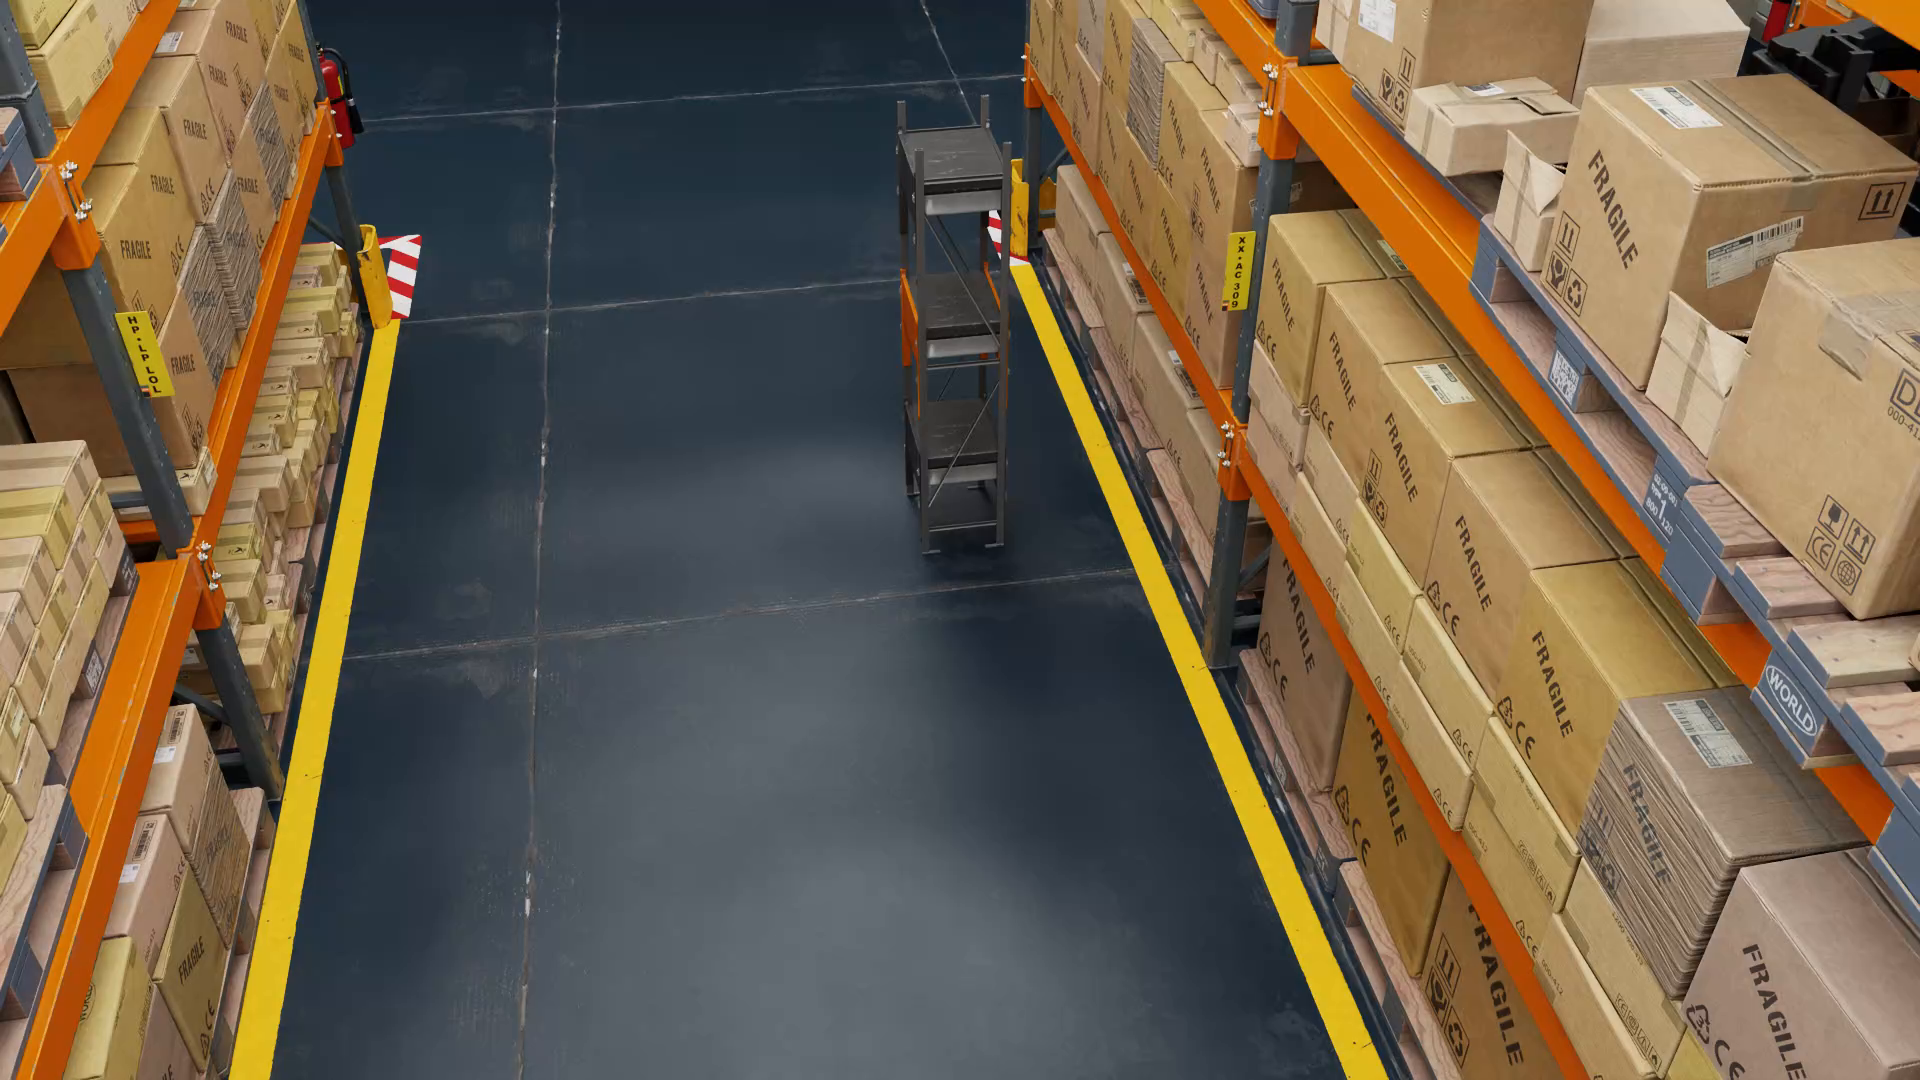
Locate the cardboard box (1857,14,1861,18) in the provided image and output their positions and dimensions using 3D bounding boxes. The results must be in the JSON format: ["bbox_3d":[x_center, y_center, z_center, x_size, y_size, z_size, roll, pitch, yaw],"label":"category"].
[{"bbox_3d":[5.651,-3.168,9.988,0.380,0.149,0.250,-5,38,-7],"label":"cardboard box"}]

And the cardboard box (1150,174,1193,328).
[{"bbox_3d":[1.160,-1.294,7.289,0.500,0.500,0.500,-7,38,-9],"label":"cardboard box"}]

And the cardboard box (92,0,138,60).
[{"bbox_3d":[-3.185,-1.833,5.742,0.500,0.250,0.500,-7,38,-9],"label":"cardboard box"}]

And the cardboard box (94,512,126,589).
[{"bbox_3d":[-3.003,0.054,5.499,0.380,0.149,0.250,-7,38,-9],"label":"cardboard box"}]

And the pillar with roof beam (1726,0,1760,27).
[{"bbox_3d":[1.950,-7.276,10.180,9.100,9.000,0.400,-6,38,-8],"label":"pillar with roof beam"}]

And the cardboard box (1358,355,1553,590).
[{"bbox_3d":[1.585,-0.222,5.094,0.500,0.500,0.500,-7,38,-9],"label":"cardboard box"}]

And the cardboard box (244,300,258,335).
[{"bbox_3d":[-3.273,-0.996,7.191,0.380,0.149,0.250,-5,38,-6],"label":"cardboard box"}]

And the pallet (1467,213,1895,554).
[{"bbox_3d":[1.926,-0.444,3.986,1.003,0.211,1.213,-5,38,-6],"label":"pallet"}]

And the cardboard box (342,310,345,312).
[{"bbox_3d":[-3.671,-1.259,9.307,0.380,0.149,0.250,-6,38,-7],"label":"cardboard box"}]

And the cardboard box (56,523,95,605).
[{"bbox_3d":[-2.956,0.096,5.202,0.380,0.149,0.250,-6,38,-8],"label":"cardboard box"}]

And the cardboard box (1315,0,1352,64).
[{"bbox_3d":[1.332,-1.649,5.150,0.396,0.266,0.258,-7,38,-8],"label":"cardboard box"}]

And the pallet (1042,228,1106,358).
[{"bbox_3d":[1.105,-1.532,9.950,1.003,0.211,1.213,-6,38,-8],"label":"pallet"}]

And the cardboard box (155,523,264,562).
[{"bbox_3d":[-3.206,0.076,7.104,0.380,0.149,0.250,-7,38,-9],"label":"cardboard box"}]

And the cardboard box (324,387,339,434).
[{"bbox_3d":[-3.402,-0.651,8.524,0.380,0.149,0.250,-8,39,-10],"label":"cardboard box"}]

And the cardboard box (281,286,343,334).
[{"bbox_3d":[-3.468,-1.196,8.741,0.380,0.149,0.250,-7,38,-9],"label":"cardboard box"}]

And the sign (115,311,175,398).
[{"bbox_3d":[-2.721,-0.618,5.556,0.100,0.325,0.005,-6,38,-8],"label":"sign"}]

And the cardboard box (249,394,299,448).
[{"bbox_3d":[-3.372,-0.550,7.910,0.380,0.149,0.250,-6,38,-8],"label":"cardboard box"}]

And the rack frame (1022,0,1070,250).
[{"bbox_3d":[0.887,-3.108,9.705,1.000,3.000,0.127,-6,38,-8],"label":"rack frame"}]

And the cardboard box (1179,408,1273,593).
[{"bbox_3d":[1.584,-0.237,7.756,0.875,0.438,0.875,-7,38,-9],"label":"cardboard box"}]

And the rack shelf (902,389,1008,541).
[{"bbox_3d":[-0.029,-0.366,8.072,0.431,0.518,0.480,-6,38,-8],"label":"rack shelf"}]

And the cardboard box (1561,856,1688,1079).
[{"bbox_3d":[1.861,1.011,4.118,0.500,0.250,0.500,-7,38,-9],"label":"cardboard box"}]

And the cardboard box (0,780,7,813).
[{"bbox_3d":[-2.768,0.732,4.382,0.380,0.149,0.250,-6,38,-8],"label":"cardboard box"}]

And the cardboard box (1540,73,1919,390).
[{"bbox_3d":[1.695,-0.699,3.736,0.500,0.500,0.500,-6,38,-8],"label":"cardboard box"}]

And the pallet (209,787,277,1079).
[{"bbox_3d":[-3.129,1.473,6.082,1.003,0.211,1.213,-6,38,-8],"label":"pallet"}]

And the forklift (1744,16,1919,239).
[{"bbox_3d":[3.320,-0.255,6.090,1.130,2.935,3.031,-5,38,-7],"label":"forklift"}]

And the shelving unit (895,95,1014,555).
[{"bbox_3d":[-0.029,-0.929,7.634,0.431,2.100,0.503,-6,38,-8],"label":"shelving unit"}]

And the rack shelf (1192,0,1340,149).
[{"bbox_3d":[1.238,-2.800,7.451,1.077,0.370,4.000,-6,38,-8],"label":"rack shelf"}]

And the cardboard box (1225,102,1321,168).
[{"bbox_3d":[1.221,-1.534,6.254,0.380,0.149,0.250,-7,38,-9],"label":"cardboard box"}]

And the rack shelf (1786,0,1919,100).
[{"bbox_3d":[6.124,-2.152,9.061,1.077,0.370,4.000,-6,38,-8],"label":"rack shelf"}]

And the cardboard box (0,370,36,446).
[{"bbox_3d":[-3.630,-0.517,6.047,0.500,0.500,0.500,-6,38,-8],"label":"cardboard box"}]

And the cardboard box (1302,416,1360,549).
[{"bbox_3d":[1.507,-0.222,5.706,0.500,0.250,0.500,-6,38,-7],"label":"cardboard box"}]

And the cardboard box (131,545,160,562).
[{"bbox_3d":[-3.689,-0.025,7.234,0.380,0.149,0.250,-5,38,-6],"label":"cardboard box"}]

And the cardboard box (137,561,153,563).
[{"bbox_3d":[-3.707,0.104,7.310,0.380,0.149,0.250,-6,38,-8],"label":"cardboard box"}]

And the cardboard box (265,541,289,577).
[{"bbox_3d":[-3.250,0.154,7.488,0.380,0.149,0.250,-7,38,-9],"label":"cardboard box"}]

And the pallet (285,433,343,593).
[{"bbox_3d":[-3.637,-0.138,8.155,1.003,0.211,1.213,-6,38,-8],"label":"pallet"}]

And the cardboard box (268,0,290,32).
[{"bbox_3d":[-3.643,-2.817,8.191,0.500,0.500,0.500,-7,38,-9],"label":"cardboard box"}]

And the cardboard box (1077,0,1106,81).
[{"bbox_3d":[0.886,-2.600,8.155,0.500,0.500,0.500,-7,38,-8],"label":"cardboard box"}]

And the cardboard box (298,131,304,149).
[{"bbox_3d":[-3.626,-2.094,8.606,0.380,0.149,0.250,-6,38,-8],"label":"cardboard box"}]

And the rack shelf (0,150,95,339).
[{"bbox_3d":[-2.916,0.209,3.577,1.077,0.370,4.000,-6,38,-8],"label":"rack shelf"}]

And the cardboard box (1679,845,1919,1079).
[{"bbox_3d":[1.942,1.006,3.514,0.500,0.500,0.500,-7,38,-9],"label":"cardboard box"}]

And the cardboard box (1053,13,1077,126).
[{"bbox_3d":[0.805,-2.524,8.872,0.500,0.500,0.500,-7,38,-9],"label":"cardboard box"}]

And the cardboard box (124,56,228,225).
[{"bbox_3d":[-3.270,-1.568,6.584,0.500,0.500,0.500,-6,38,-7],"label":"cardboard box"}]

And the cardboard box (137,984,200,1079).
[{"bbox_3d":[-2.714,1.763,5.131,0.500,0.500,0.500,-7,38,-9],"label":"cardboard box"}]

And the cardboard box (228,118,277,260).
[{"bbox_3d":[-3.375,-1.508,7.323,0.500,0.500,0.500,-4,38,-6],"label":"cardboard box"}]

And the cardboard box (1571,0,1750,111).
[{"bbox_3d":[1.950,-1.497,4.918,0.500,0.311,0.500,-6,38,-8],"label":"cardboard box"}]

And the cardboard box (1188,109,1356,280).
[{"bbox_3d":[1.234,-1.381,6.587,0.500,0.500,0.500,-7,38,-8],"label":"cardboard box"}]

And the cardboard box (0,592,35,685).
[{"bbox_3d":[-2.867,0.298,4.698,0.380,0.149,0.250,-6,38,-8],"label":"cardboard box"}]

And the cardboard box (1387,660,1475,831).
[{"bbox_3d":[1.651,0.588,5.070,0.500,0.250,0.500,-7,38,-9],"label":"cardboard box"}]

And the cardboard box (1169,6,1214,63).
[{"bbox_3d":[1.106,-2.155,7.054,0.380,0.149,0.250,-7,38,-8],"label":"cardboard box"}]

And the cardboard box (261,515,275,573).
[{"bbox_3d":[-3.271,0.041,7.391,0.380,0.149,0.250,-8,39,-10],"label":"cardboard box"}]

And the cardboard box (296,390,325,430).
[{"bbox_3d":[-3.372,-0.602,8.219,0.380,0.149,0.250,-4,38,-6],"label":"cardboard box"}]

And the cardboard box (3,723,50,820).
[{"bbox_3d":[-2.817,0.680,4.692,0.380,0.149,0.250,-8,39,-10],"label":"cardboard box"}]
